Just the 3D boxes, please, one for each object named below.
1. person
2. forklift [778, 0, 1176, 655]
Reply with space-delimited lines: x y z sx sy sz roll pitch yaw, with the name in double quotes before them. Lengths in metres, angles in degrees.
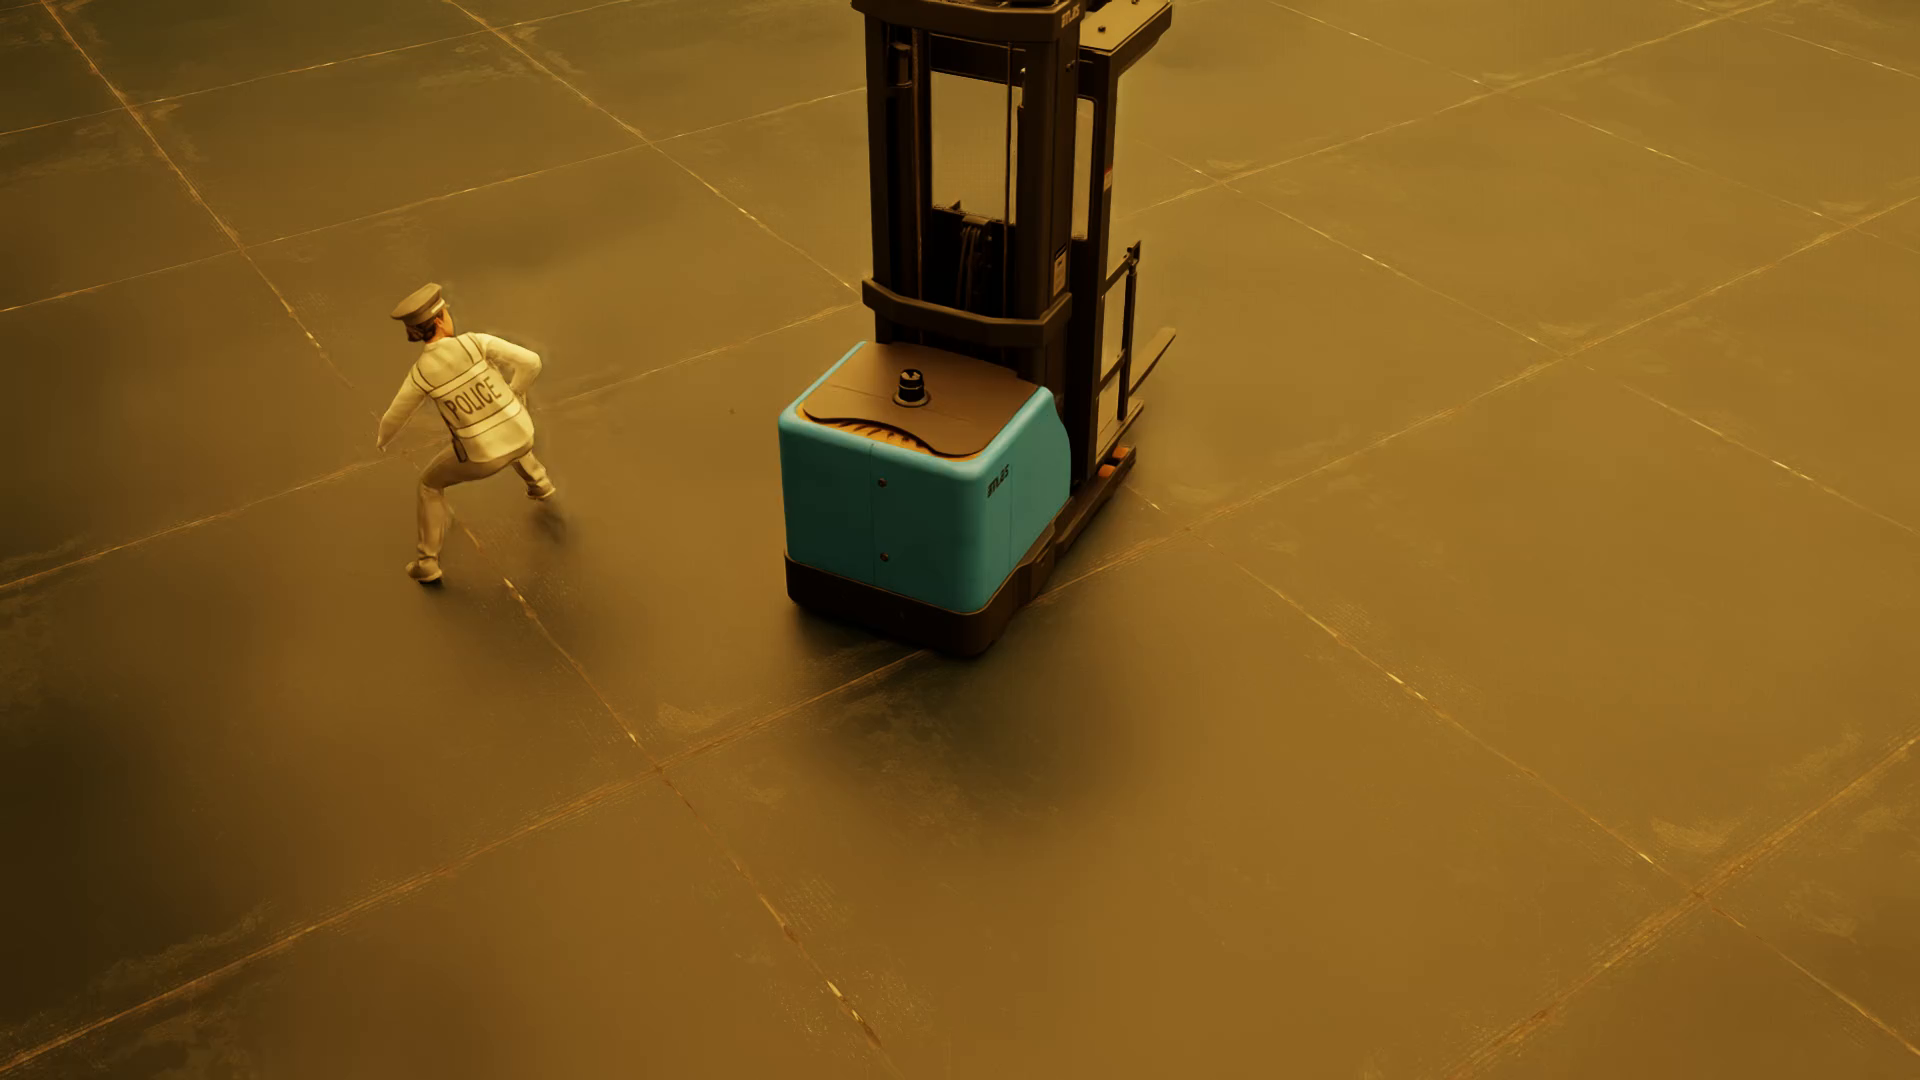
"person" -2.393 -0.534 7.976 0.839 1.469 0.653 -23 42 -28
"forklift" 0.285 -1.516 7.995 1.130 2.935 3.031 17 40 21
